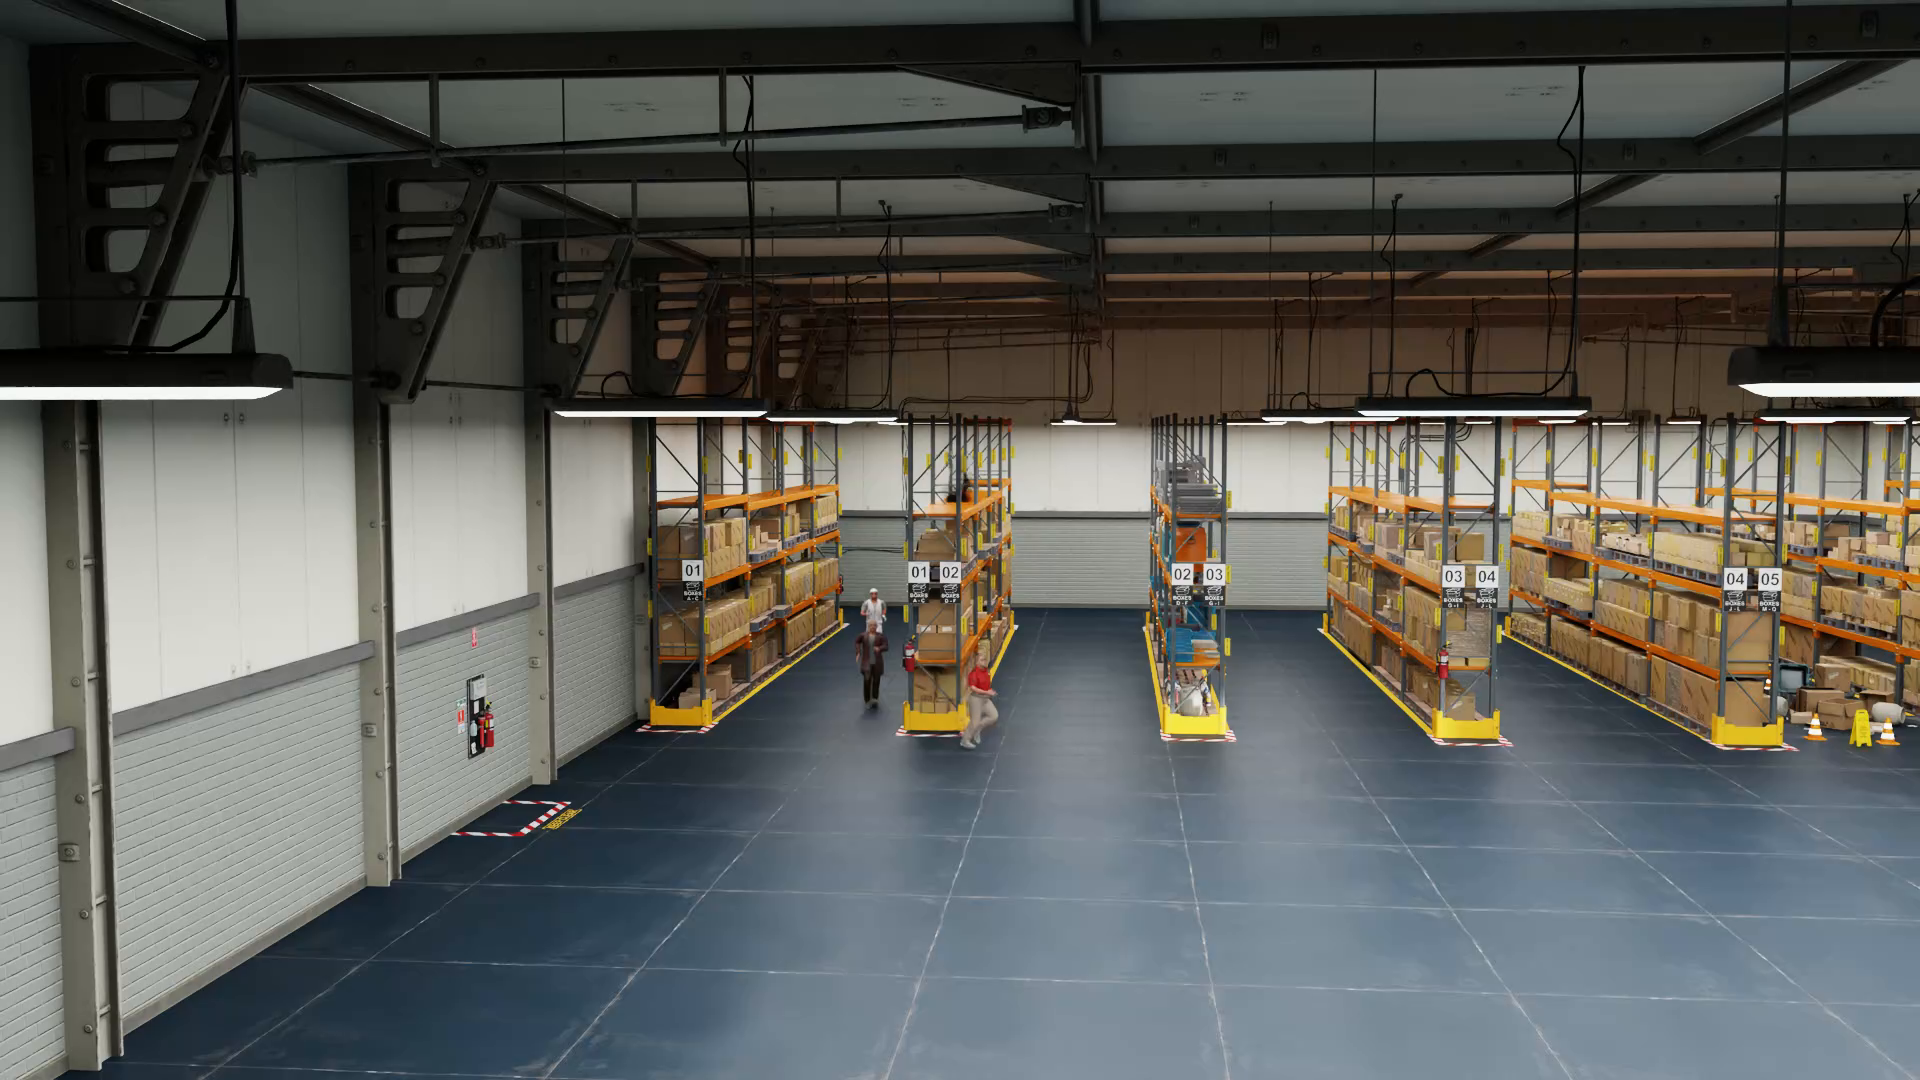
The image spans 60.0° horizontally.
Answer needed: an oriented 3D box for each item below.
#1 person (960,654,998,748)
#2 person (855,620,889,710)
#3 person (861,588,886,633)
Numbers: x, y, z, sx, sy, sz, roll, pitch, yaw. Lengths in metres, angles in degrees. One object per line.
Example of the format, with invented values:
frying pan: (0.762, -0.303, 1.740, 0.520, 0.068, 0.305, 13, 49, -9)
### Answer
person: (0.389, 2.876, 29.703, 0.757, 1.683, 0.691, 3, 5, 34)
person: (-1.797, 2.553, 34.018, 0.675, 1.845, 0.810, 0, 4, -7)
person: (-2.092, 2.069, 40.506, 0.647, 1.787, 0.948, -1, 4, -8)
